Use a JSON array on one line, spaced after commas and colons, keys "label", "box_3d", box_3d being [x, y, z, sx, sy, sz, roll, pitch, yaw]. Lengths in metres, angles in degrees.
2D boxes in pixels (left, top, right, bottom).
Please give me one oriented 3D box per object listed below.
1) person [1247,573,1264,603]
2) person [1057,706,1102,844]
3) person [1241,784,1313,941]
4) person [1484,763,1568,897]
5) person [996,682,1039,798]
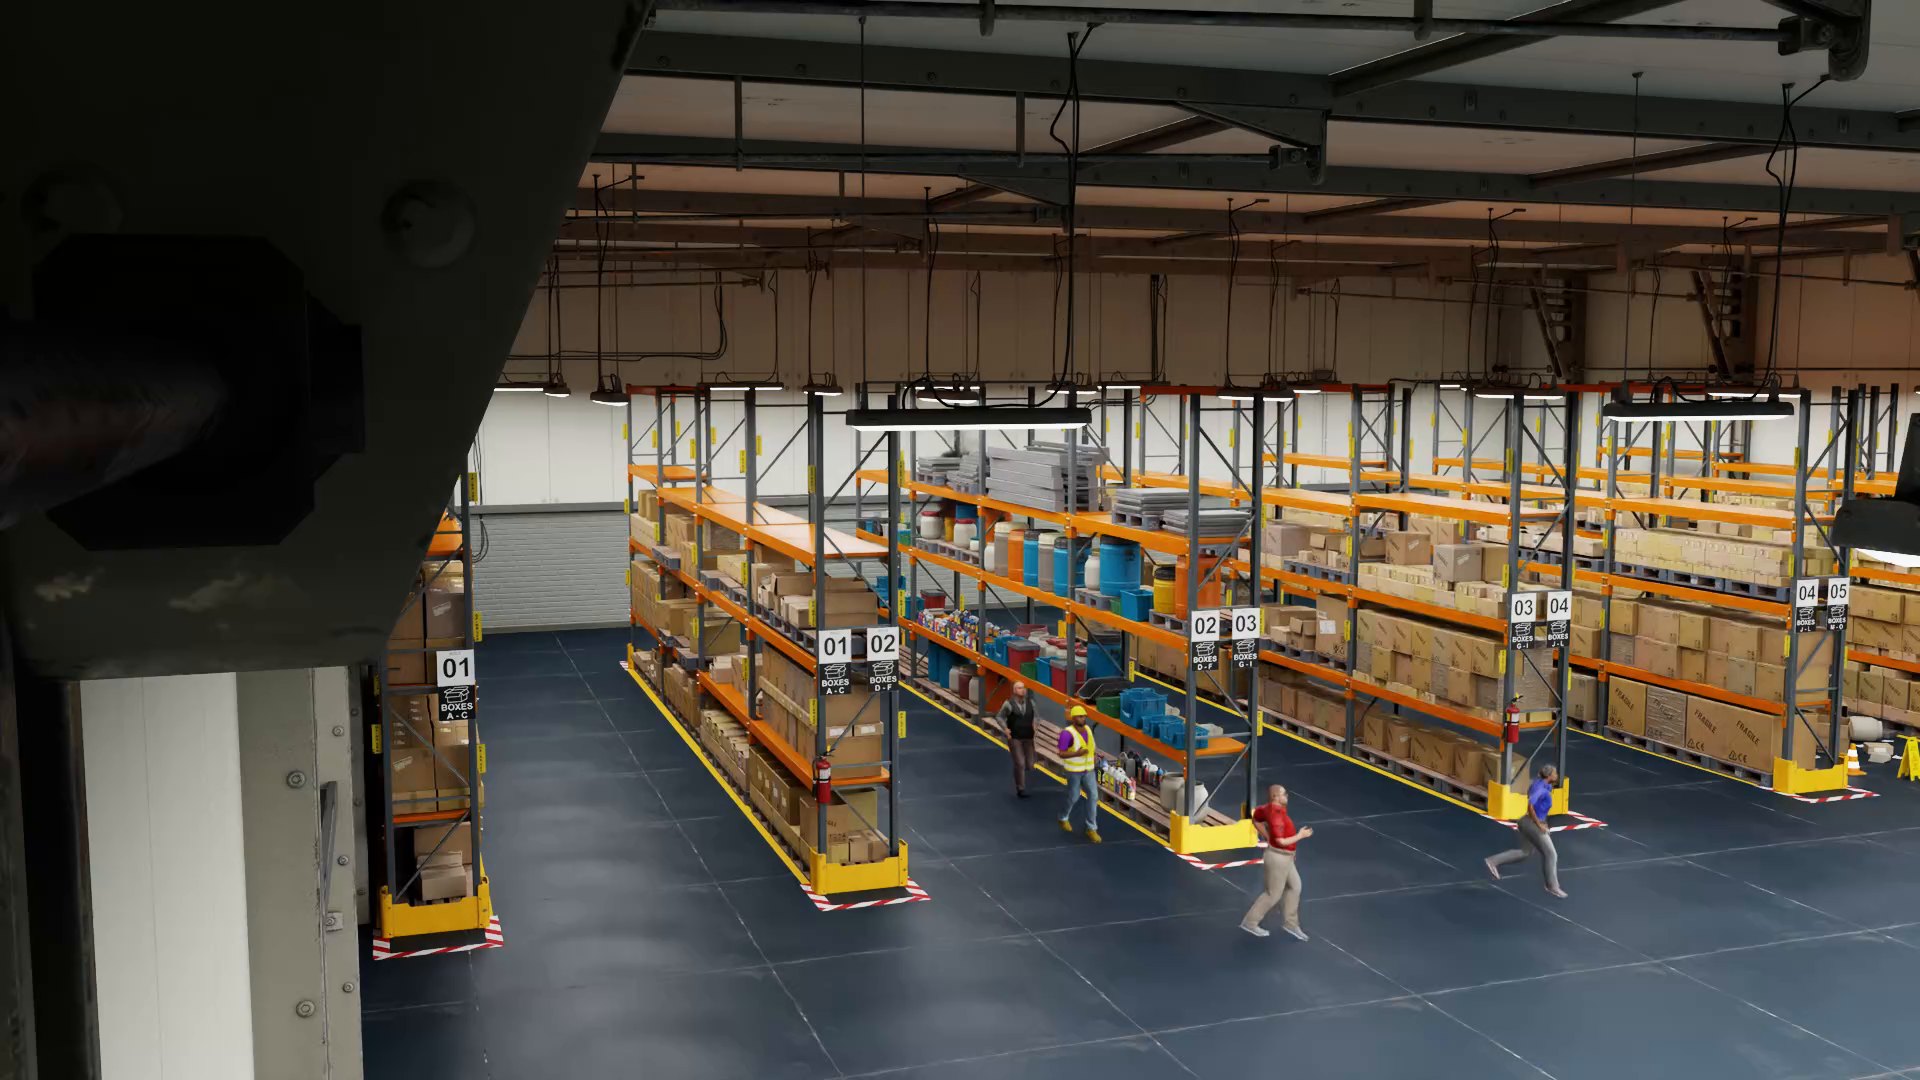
[{"label": "person", "box_3d": [6.594, 1.603, 37.552, 0.708, 1.737, 0.576, -2, 6, -20]}, {"label": "person", "box_3d": [1.605, 3.126, 22.392, 0.684, 1.809, 0.802, -3, 7, -30]}, {"label": "person", "box_3d": [3.498, 3.579, 18.366, 0.768, 1.789, 0.639, 1, 6, 8]}, {"label": "person", "box_3d": [6.828, 3.492, 19.983, 0.995, 1.640, 0.575, 1, 6, 6]}, {"label": "person", "box_3d": [0.876, 2.945, 24.727, 0.666, 1.683, 0.753, -2, 6, -20]}]
